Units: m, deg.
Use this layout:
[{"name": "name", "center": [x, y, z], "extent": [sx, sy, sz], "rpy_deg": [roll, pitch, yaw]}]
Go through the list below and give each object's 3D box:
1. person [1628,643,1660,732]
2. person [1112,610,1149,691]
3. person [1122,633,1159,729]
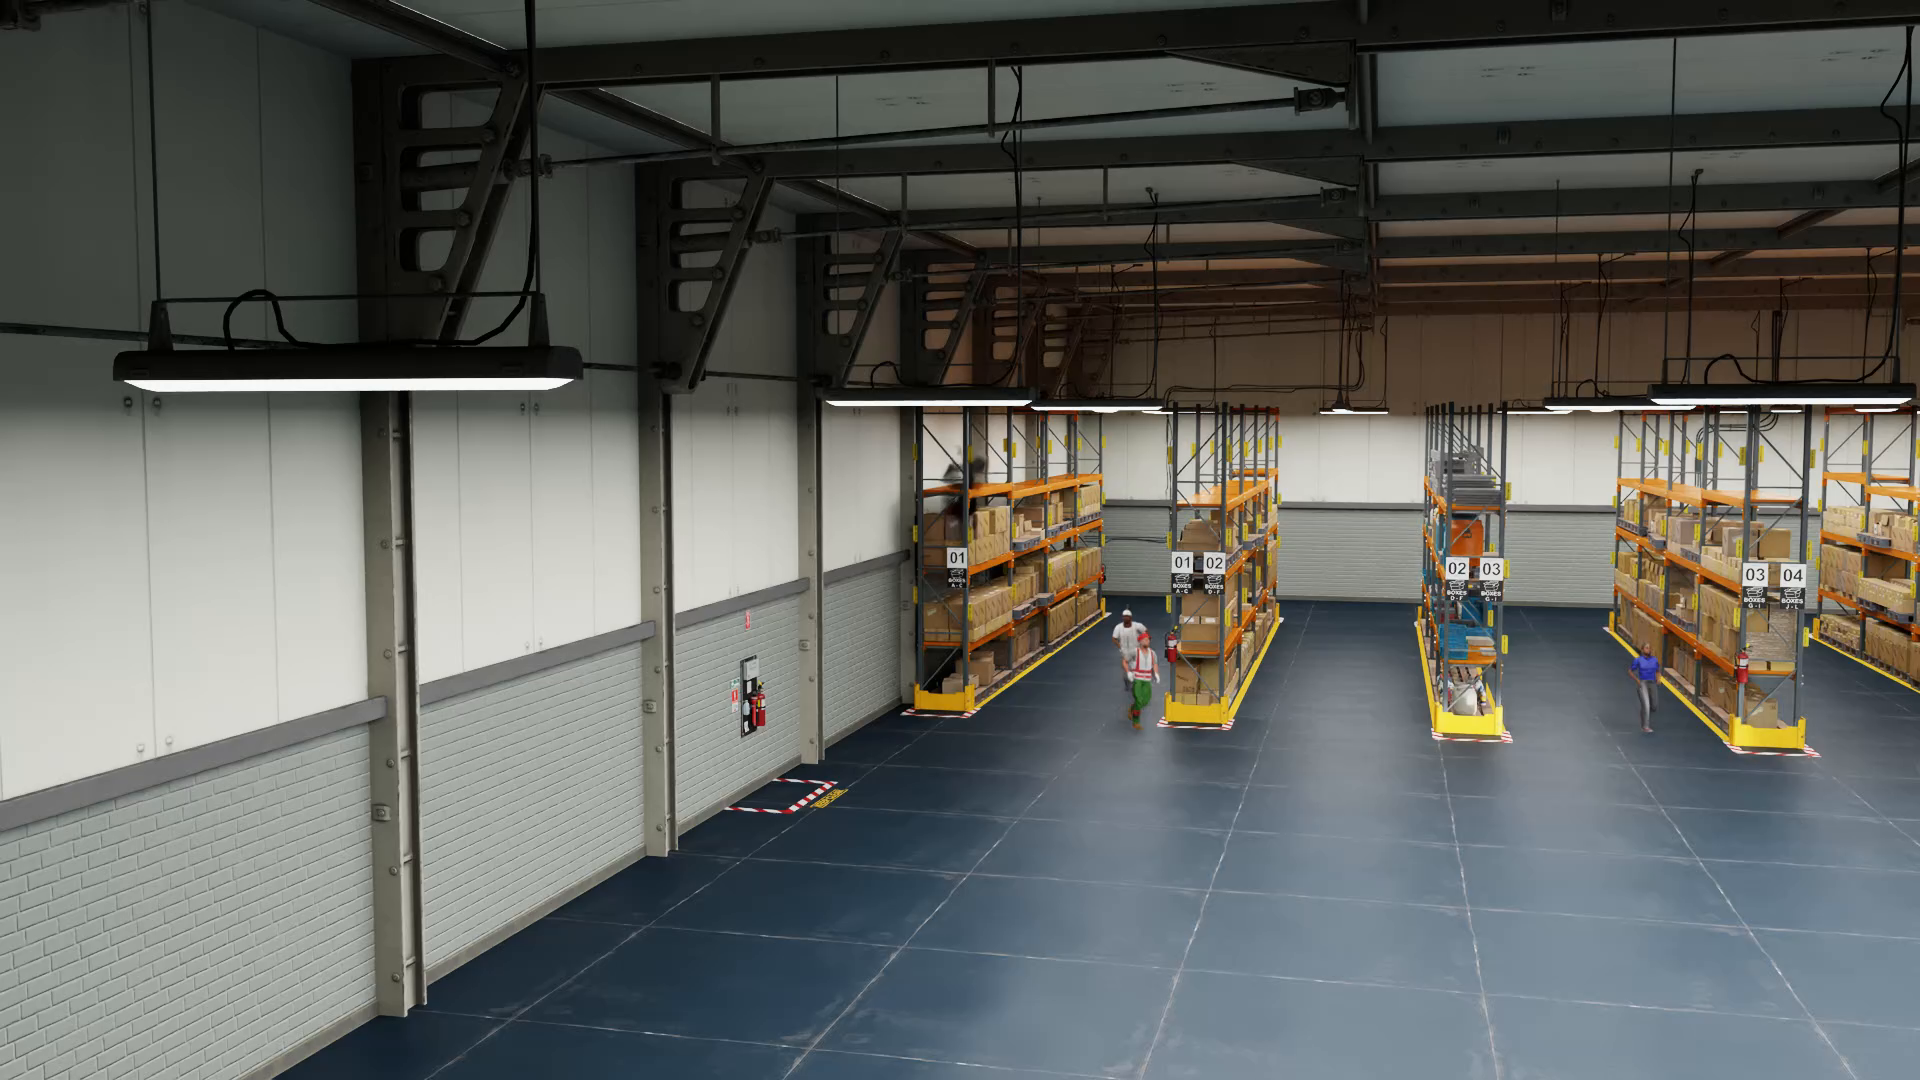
[{"name": "person", "center": [12.509, 2.676, 30.364], "extent": [0.577, 1.605, 0.610], "rpy_deg": [0, 4, 0]}, {"name": "person", "center": [3.516, 2.306, 34.483], "extent": [0.726, 1.714, 0.743], "rpy_deg": [1, 4, 15]}, {"name": "person", "center": [3.343, 2.588, 30.787], "extent": [0.715, 1.741, 0.601], "rpy_deg": [-2, 5, -22]}]
